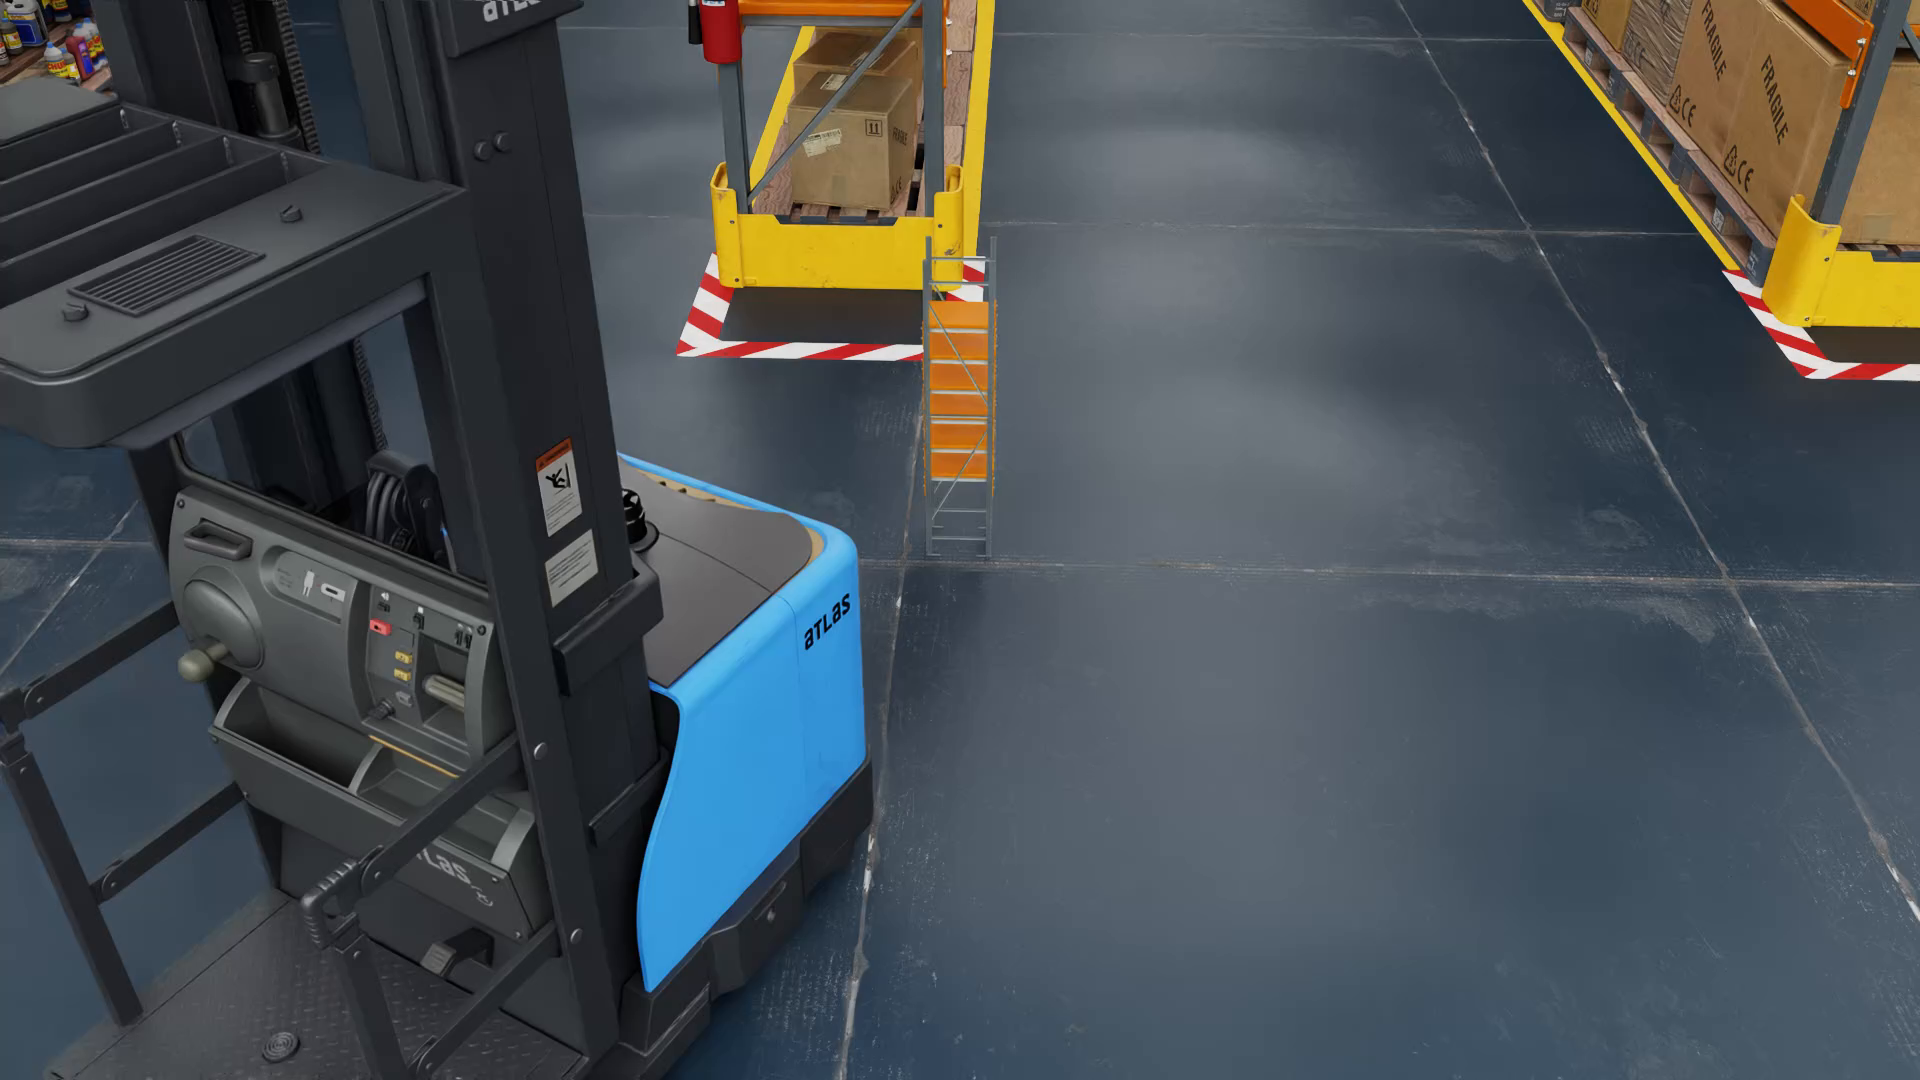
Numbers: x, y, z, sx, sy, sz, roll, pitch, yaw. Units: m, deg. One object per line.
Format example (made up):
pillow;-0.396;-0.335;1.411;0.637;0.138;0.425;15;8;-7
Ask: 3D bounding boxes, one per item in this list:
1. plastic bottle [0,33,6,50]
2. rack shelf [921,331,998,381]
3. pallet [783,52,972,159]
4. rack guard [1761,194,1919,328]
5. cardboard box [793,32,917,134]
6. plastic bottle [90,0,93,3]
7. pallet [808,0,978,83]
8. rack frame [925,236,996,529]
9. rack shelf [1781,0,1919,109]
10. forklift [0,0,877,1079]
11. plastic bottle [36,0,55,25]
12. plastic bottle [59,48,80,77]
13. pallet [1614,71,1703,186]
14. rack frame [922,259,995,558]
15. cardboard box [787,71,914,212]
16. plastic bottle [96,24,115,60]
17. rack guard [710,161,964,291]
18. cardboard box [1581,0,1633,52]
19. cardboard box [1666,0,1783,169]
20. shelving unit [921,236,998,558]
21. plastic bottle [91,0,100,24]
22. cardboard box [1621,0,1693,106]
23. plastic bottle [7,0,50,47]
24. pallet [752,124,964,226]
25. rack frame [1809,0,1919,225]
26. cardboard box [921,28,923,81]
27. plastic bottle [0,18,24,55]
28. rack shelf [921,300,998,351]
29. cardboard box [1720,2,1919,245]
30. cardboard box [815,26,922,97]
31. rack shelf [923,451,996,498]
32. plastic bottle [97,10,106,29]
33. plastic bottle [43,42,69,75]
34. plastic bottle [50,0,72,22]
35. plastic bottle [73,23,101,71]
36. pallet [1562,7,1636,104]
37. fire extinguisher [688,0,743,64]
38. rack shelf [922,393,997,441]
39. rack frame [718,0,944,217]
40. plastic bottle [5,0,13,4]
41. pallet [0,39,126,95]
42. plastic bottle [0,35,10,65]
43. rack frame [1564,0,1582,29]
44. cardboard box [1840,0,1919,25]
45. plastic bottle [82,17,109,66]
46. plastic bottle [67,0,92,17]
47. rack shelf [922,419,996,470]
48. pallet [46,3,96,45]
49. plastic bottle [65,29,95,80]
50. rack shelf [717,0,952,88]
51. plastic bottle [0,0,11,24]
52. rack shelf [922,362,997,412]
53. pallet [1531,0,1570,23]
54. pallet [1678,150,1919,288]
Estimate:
plastic bottle;-5.843;-3.077;9.940;0.144;0.351;0.185;3;35;4
rack shelf;-0.001;-0.643;5.781;0.258;0.103;0.180;1;35;2
pallet;-0.452;-2.550;9.694;1.003;0.211;1.213;1;35;2
rack guard;4.376;-1.273;7.626;1.175;0.500;0.348;1;35;2
cardboard box;-0.544;-2.334;8.770;0.500;0.500;0.500;10;36;14
plastic bottle;-5.694;-3.602;10.746;0.061;0.283;0.133;1;35;2
pallet;-0.406;-3.252;10.694;1.003;0.211;1.213;1;35;2
rack frame;0.003;-0.535;5.968;0.240;1.200;0.006;1;35;2
rack shelf;4.457;-3.164;8.769;1.077;0.370;4.000;1;35;2
forklift;-1.428;0.245;3.353;1.130;2.935;3.031;19;39;24
plastic bottle;-5.818;-3.428;10.440;0.144;0.351;0.185;0;35;0
plastic bottle;-5.136;-2.725;9.570;0.097;0.201;0.097;0;35;0
pallet;4.382;-2.329;9.380;1.003;0.211;1.213;1;35;2
rack frame;-0.004;-0.430;5.818;0.240;1.200;0.006;1;35;2
cardboard box;-0.533;-1.989;8.281;0.500;0.500;0.500;8;36;11
plastic bottle;-5.118;-2.977;9.928;0.097;0.201;0.097;0;35;0
rack guard;-0.572;-1.503;7.954;1.175;0.500;0.348;1;35;2
cardboard box;4.442;-3.550;10.175;0.875;0.875;0.875;2;35;3
cardboard box;4.371;-2.508;8.693;0.875;0.875;0.875;1;35;1
shelving unit;-0.001;-0.483;5.893;0.258;1.200;0.189;1;35;2
plastic bottle;-5.239;-3.199;10.173;0.061;0.283;0.133;1;35;2
cardboard box;4.410;-3.032;9.438;0.875;0.875;0.875;2;35;2
plastic bottle;-5.686;-3.164;10.130;0.152;0.276;0.135;1;35;2
pallet;-0.504;-1.851;8.700;1.003;0.211;1.213;1;35;2
rack frame;4.377;-2.309;6.927;1.000;3.000;0.127;1;35;2
cardboard box;-0.432;-3.012;9.736;0.500;0.500;0.500;-2;35;-2
plastic bottle;-5.720;-3.038;10.015;0.097;0.201;0.097;0;35;0
rack shelf;-0.001;-0.741;5.712;0.258;0.103;0.180;1;35;2
cardboard box;4.338;-2.003;7.974;0.875;0.875;0.875;2;35;2
cardboard box;-0.500;-2.693;9.282;0.500;0.500;0.500;4;35;6
rack shelf;-0.001;-0.250;6.057;0.258;0.103;0.180;1;35;2
plastic bottle;-5.114;-3.065;9.993;0.097;0.271;0.097;0;35;0
plastic bottle;-5.140;-2.694;9.465;0.097;0.271;0.097;0;35;0
plastic bottle;-5.696;-3.418;10.495;0.097;0.271;0.097;0;35;0
plastic bottle;-5.126;-2.891;9.746;0.097;0.271;0.097;0;35;0
pallet;4.429;-3.031;10.380;1.003;0.211;1.213;1;35;2
fire extinguisher;-1.040;-2.395;7.116;0.296;0.674;0.183;1;35;2
rack shelf;-0.001;-0.446;5.919;0.258;0.103;0.180;1;35;2
rack frame;-0.575;-2.482;7.173;1.000;3.000;0.127;1;35;2
plastic bottle;-5.866;-3.306;10.326;0.061;0.283;0.133;3;35;4
pallet;-5.478;-2.666;9.860;1.003;0.211;1.213;1;35;2
plastic bottle;-5.720;-2.928;9.859;0.097;0.201;0.097;0;35;0
rack frame;4.537;-4.607;10.197;1.000;3.000;0.127;1;35;2
cardboard box;4.346;-2.585;7.189;0.875;0.550;0.550;1;35;2
plastic bottle;-5.122;-2.949;9.827;0.097;0.271;0.097;0;35;0
plastic bottle;-5.667;-3.533;10.590;0.144;0.351;0.185;1;35;2
rack shelf;-0.001;-0.348;5.988;0.258;0.103;0.180;1;35;2
pallet;-5.432;-3.369;10.860;1.003;0.211;1.213;1;35;2
plastic bottle;-5.113;-2.829;9.646;0.061;0.283;0.133;2;35;3
rack shelf;-0.495;-3.337;9.014;1.077;0.370;4.000;1;35;2
plastic bottle;-5.835;-3.184;10.093;0.144;0.351;0.185;1;35;2
rack shelf;-0.001;-0.544;5.850;0.258;0.103;0.180;1;35;2
pallet;4.493;-3.912;11.632;1.003;0.211;1.213;1;35;2
pallet;4.331;-1.629;8.385;1.003;0.211;1.213;1;35;2
